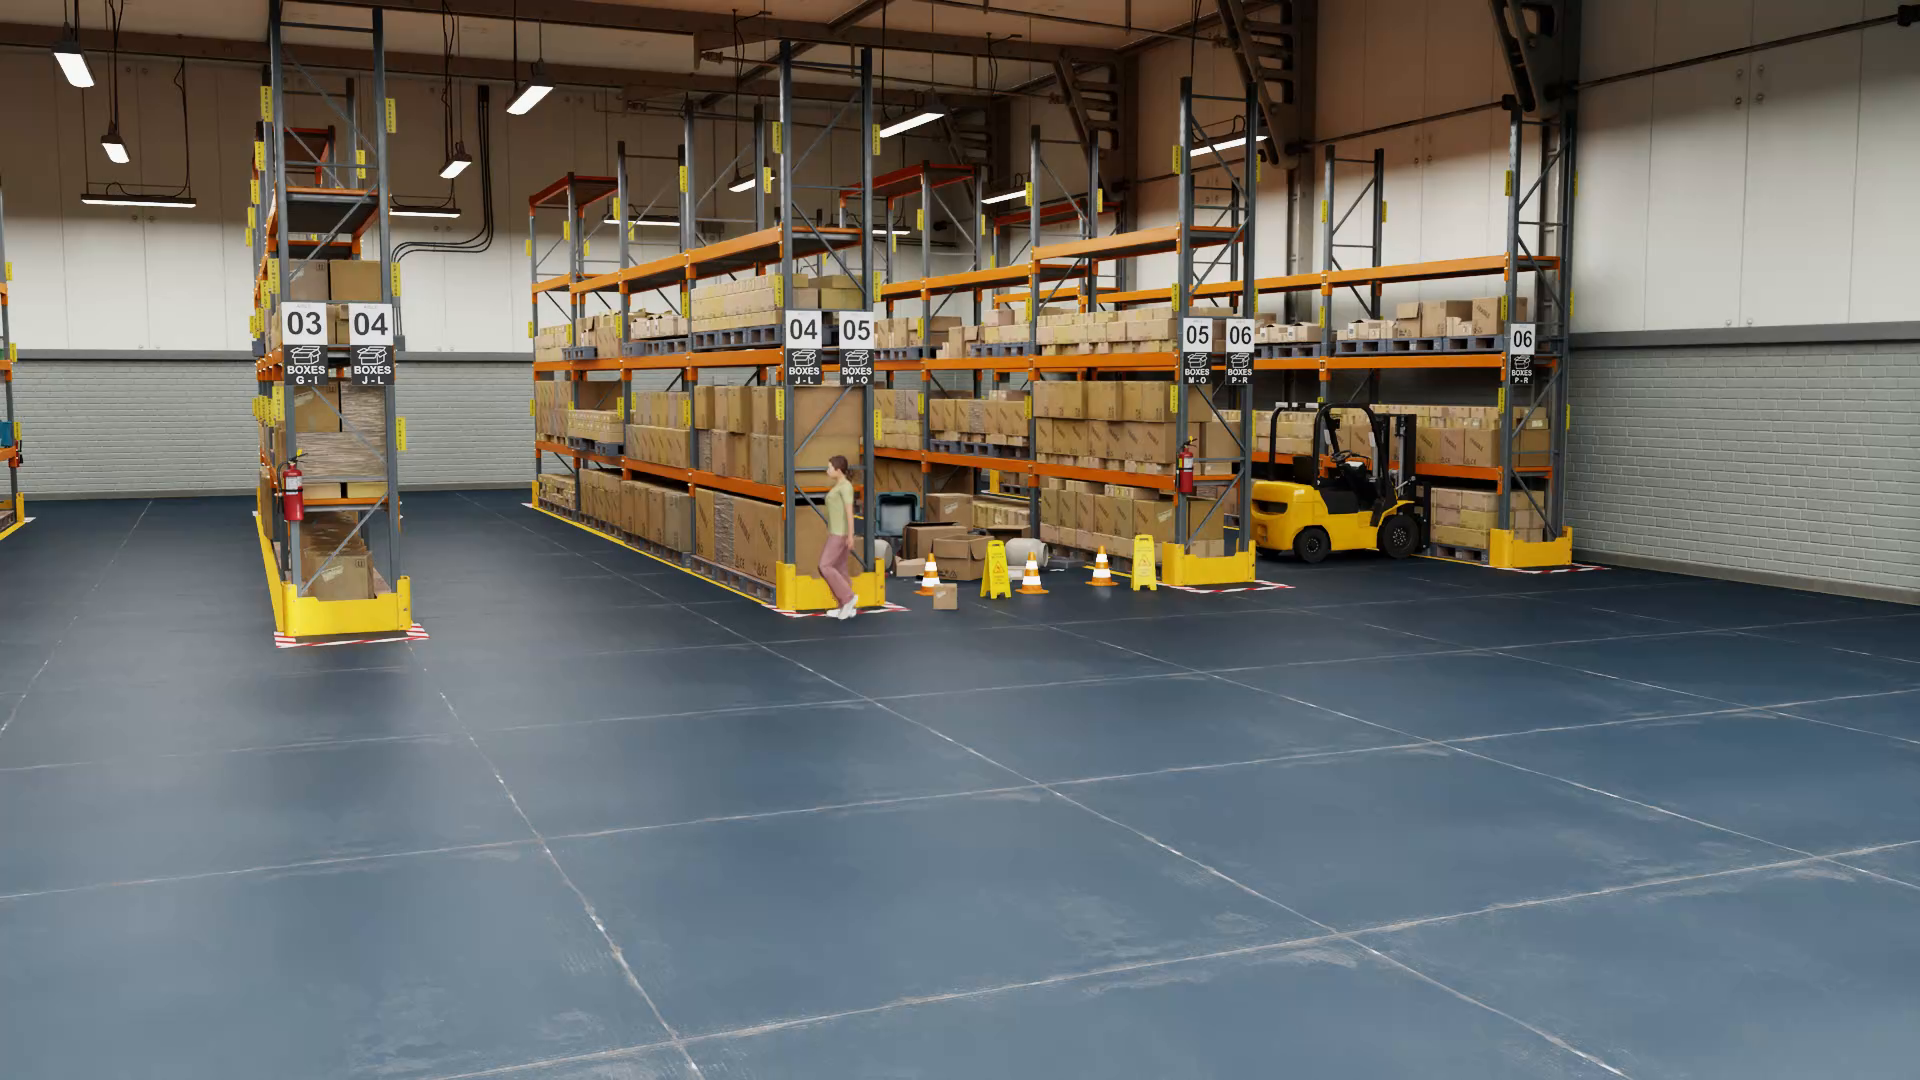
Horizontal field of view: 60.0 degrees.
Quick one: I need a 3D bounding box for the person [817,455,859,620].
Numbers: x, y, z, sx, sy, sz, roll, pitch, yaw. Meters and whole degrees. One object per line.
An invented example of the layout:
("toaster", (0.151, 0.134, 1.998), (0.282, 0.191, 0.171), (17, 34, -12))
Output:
("person", (-1.266, -0.026, 17.028), (0.430, 1.688, 0.489), (-1, 6, -12))
